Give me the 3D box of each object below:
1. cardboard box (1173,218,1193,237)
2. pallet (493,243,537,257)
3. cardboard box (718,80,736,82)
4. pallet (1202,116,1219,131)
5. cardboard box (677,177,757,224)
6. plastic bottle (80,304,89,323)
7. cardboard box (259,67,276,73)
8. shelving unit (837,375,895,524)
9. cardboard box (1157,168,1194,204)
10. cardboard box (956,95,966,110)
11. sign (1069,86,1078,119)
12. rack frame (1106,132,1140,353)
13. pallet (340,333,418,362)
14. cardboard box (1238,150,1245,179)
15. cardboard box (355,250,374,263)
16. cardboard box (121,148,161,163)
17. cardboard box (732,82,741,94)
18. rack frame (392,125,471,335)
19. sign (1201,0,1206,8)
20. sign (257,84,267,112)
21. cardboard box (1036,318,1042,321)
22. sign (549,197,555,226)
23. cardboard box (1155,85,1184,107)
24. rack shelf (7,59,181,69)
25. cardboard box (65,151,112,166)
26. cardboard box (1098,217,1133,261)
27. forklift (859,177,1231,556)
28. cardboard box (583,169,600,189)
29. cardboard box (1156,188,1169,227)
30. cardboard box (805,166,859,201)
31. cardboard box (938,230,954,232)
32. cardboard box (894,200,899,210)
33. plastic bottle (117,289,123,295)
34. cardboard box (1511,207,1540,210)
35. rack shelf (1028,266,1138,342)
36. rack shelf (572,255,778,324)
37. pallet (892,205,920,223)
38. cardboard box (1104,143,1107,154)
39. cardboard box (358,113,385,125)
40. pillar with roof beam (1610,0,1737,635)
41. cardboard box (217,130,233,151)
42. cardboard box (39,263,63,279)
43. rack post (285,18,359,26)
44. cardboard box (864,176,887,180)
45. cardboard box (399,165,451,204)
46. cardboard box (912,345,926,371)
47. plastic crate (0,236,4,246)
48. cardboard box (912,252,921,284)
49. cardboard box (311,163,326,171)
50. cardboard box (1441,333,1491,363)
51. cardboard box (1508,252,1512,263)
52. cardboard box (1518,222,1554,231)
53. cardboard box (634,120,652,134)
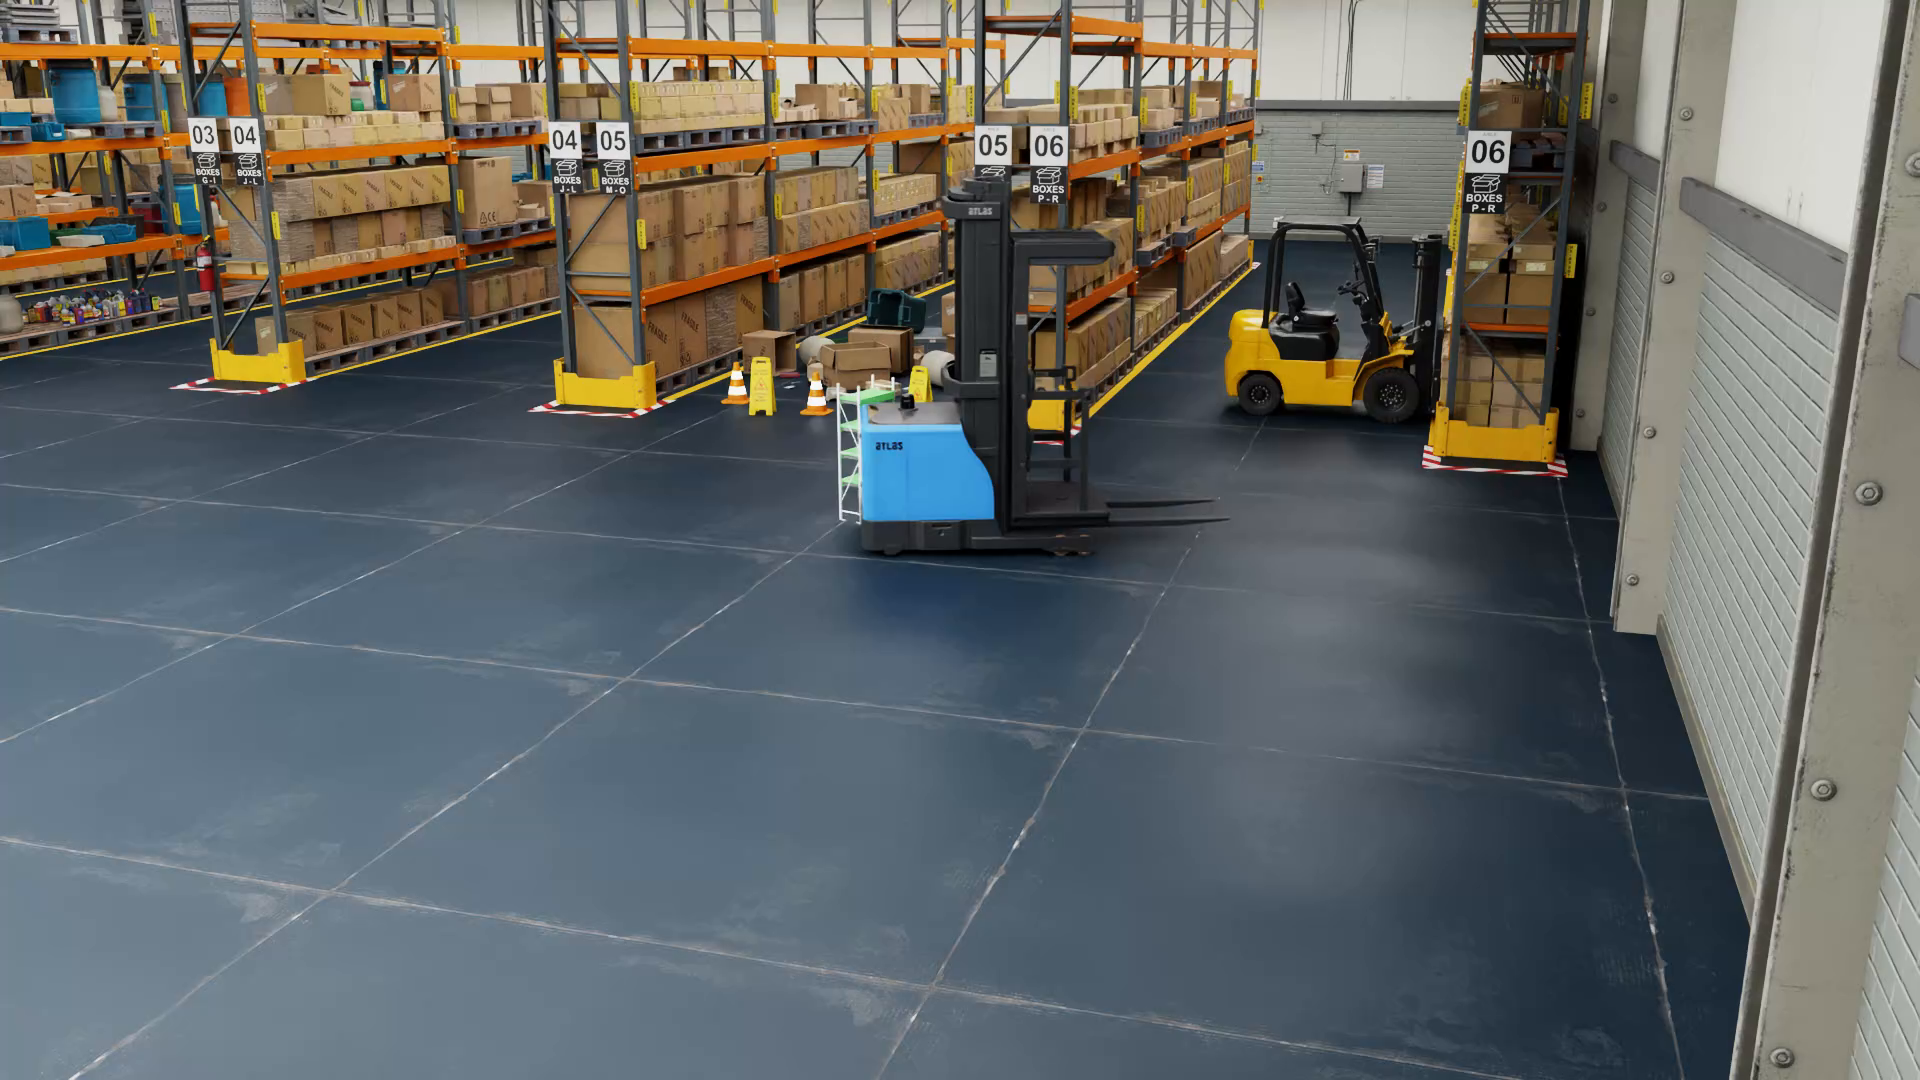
[{"bbox_3d":[3.299,-4.818,25.594,0.500,0.250,0.500,4,16,15],"label":"cardboard box"},{"bbox_3d":[-9.678,-6.155,35.142,1.003,0.211,1.213,5,16,16],"label":"pallet"},{"bbox_3d":[-4.840,-8.814,32.772,0.700,0.500,0.500,5,17,18],"label":"cardboard box"},{"bbox_3d":[3.842,-6.936,27.638,0.805,0.209,1.217,4,16,14],"label":"pallet"},{"bbox_3d":[-3.176,-4.438,21.724,0.875,0.550,0.550,5,16,16],"label":"cardboard box"},{"bbox_3d":[-12.694,-3.280,24.091,0.097,0.271,0.097,0,16,0],"label":"plastic bottle"},{"bbox_3d":[-14.564,-9.588,34.624,0.700,0.500,0.500,5,16,16],"label":"cardboard box"},{"bbox_3d":[-0.807,-0.791,14.420,0.258,1.200,0.503,10,19,33],"label":"shelving unit"},{"bbox_3d":[3.293,-5.421,25.429,0.500,0.500,0.500,4,16,14],"label":"cardboard box"},{"bbox_3d":[-0.206,-8.034,30.520,0.500,0.250,0.500,5,16,16],"label":"cardboard box"},{"bbox_3d":[1.165,-4.510,17.135,0.100,0.325,0.005,5,16,16],"label":"sign"},{"bbox_3d":[1.782,-3.735,21.501,1.000,3.000,0.127,5,16,16],"label":"rack frame"},{"bbox_3d":[-8.222,-2.664,22.833,1.003,0.211,1.213,5,16,16],"label":"pallet"},{"bbox_3d":[5.019,-6.991,30.965,0.500,0.500,0.500,5,16,16],"label":"cardboard box"},{"bbox_3d":[-8.028,-3.777,22.110,0.380,0.149,0.250,5,16,16],"label":"cardboard box"},{"bbox_3d":[-18.888,-8.614,38.154,0.980,0.700,0.700,4,16,15],"label":"cardboard box"},{"bbox_3d":[-3.007,-5.731,21.087,0.380,0.149,0.250,5,17,17],"label":"cardboard box"},{"bbox_3d":[-7.720,-4.504,24.211,1.000,3.000,0.127,5,16,16],"label":"rack frame"},{"bbox_3d":[4.662,-10.331,31.760,0.100,0.325,0.005,5,16,16],"label":"sign"},{"bbox_3d":[-8.336,-5.279,19.844,0.100,0.325,0.005,5,16,16],"label":"sign"},{"bbox_3d":[0.737,-2.637,19.337,0.380,0.149,0.250,5,17,17],"label":"cardboard box"},{"bbox_3d":[-4.646,-3.763,19.043,0.100,0.325,0.005,5,16,16],"label":"sign"},{"bbox_3d":[3.527,-7.313,27.666,0.500,0.500,0.500,4,16,15],"label":"cardboard box"},{"bbox_3d":[-19.125,-10.620,36.831,1.077,0.370,4.000,5,16,16],"label":"rack shelf"},{"bbox_3d":[-19.311,-8.225,36.779,0.980,0.700,0.700,4,16,14],"label":"cardboard box"},{"bbox_3d":[1.894,-3.791,20.969,0.500,0.500,0.500,4,16,14],"label":"cardboard box"},{"bbox_3d":[0.688,-1.429,13.495,3.031,2.935,1.130,-1,16,-4],"label":"forklift"},{"bbox_3d":[-6.360,-6.271,28.420,0.797,0.503,0.637,5,17,18],"label":"cardboard box"},{"bbox_3d":[2.621,-4.623,23.135,0.500,0.500,0.500,4,16,14],"label":"cardboard box"},{"bbox_3d":[-1.993,-5.552,25.889,0.700,0.500,0.500,5,16,16],"label":"cardboard box"},{"bbox_3d":[-0.215,-6.101,33.206,0.380,0.149,0.250,5,16,16],"label":"cardboard box"},{"bbox_3d":[-1.234,-5.603,27.777,0.380,0.149,0.250,5,17,18],"label":"cardboard box"},{"bbox_3d":[-12.979,-3.737,25.703,0.097,0.271,0.097,0,16,0],"label":"plastic bottle"},{"bbox_3d":[7.678,-4.447,22.640,0.380,0.149,0.250,4,16,15],"label":"cardboard box"},{"bbox_3d":[1.213,-2.866,19.755,1.077,0.370,4.000,5,16,16],"label":"rack shelf"},{"bbox_3d":[-3.561,-3.223,21.015,1.077,0.370,4.000,5,16,16],"label":"rack shelf"},{"bbox_3d":[-1.333,-5.568,28.314,1.003,0.211,1.213,5,16,16],"label":"pallet"},{"bbox_3d":[1.524,-4.622,19.590,0.380,0.149,0.250,5,17,17],"label":"cardboard box"},{"bbox_3d":[-7.905,-5.614,22.172,0.380,0.149,0.250,5,17,18],"label":"cardboard box"},{"bbox_3d":[0.634,-4.067,11.678,9.100,9.000,0.400,5,16,16],"label":"pillar with roof beam"},{"bbox_3d":[-8.963,-4.974,20.646,0.500,0.250,0.500,5,17,17],"label":"cardboard box"},{"bbox_3d":[-16.284,-4.776,29.438,0.500,0.250,0.500,5,17,17],"label":"cardboard box"},{"bbox_3d":[-11.165,-8.977,29.126,0.954,0.300,0.937,5,16,16],"label":"rack post"},{"bbox_3d":[-1.495,-6.280,29.074,0.380,0.149,0.250,4,16,15],"label":"cardboard box"},{"bbox_3d":[-7.584,-5.037,23.530,0.500,0.500,0.500,5,16,16],"label":"cardboard box"},{"bbox_3d":[-0.508,-2.373,21.710,0.258,0.266,0.396,-7,17,-23],"label":"cardboard box"},{"bbox_3d":[-13.560,-4.093,23.036,0.499,0.251,0.408,5,16,16],"label":"plastic crate"},{"bbox_3d":[-0.984,-4.704,28.728,0.500,0.500,0.500,4,16,15],"label":"cardboard box"},{"bbox_3d":[-14.107,-7.924,36.087,0.500,0.500,0.500,4,16,15],"label":"cardboard box"},{"bbox_3d":[5.510,-2.077,18.090,0.500,0.250,0.500,5,17,17],"label":"cardboard box"},{"bbox_3d":[5.838,-2.869,17.075,0.380,0.149,0.250,4,16,15],"label":"cardboard box"},{"bbox_3d":[6.463,-3.478,18.678,0.380,0.149,0.250,4,16,15],"label":"cardboard box"},{"bbox_3d":[-3.725,-4.683,18.854,0.380,0.149,0.250,5,17,16],"label":"cardboard box"}]
